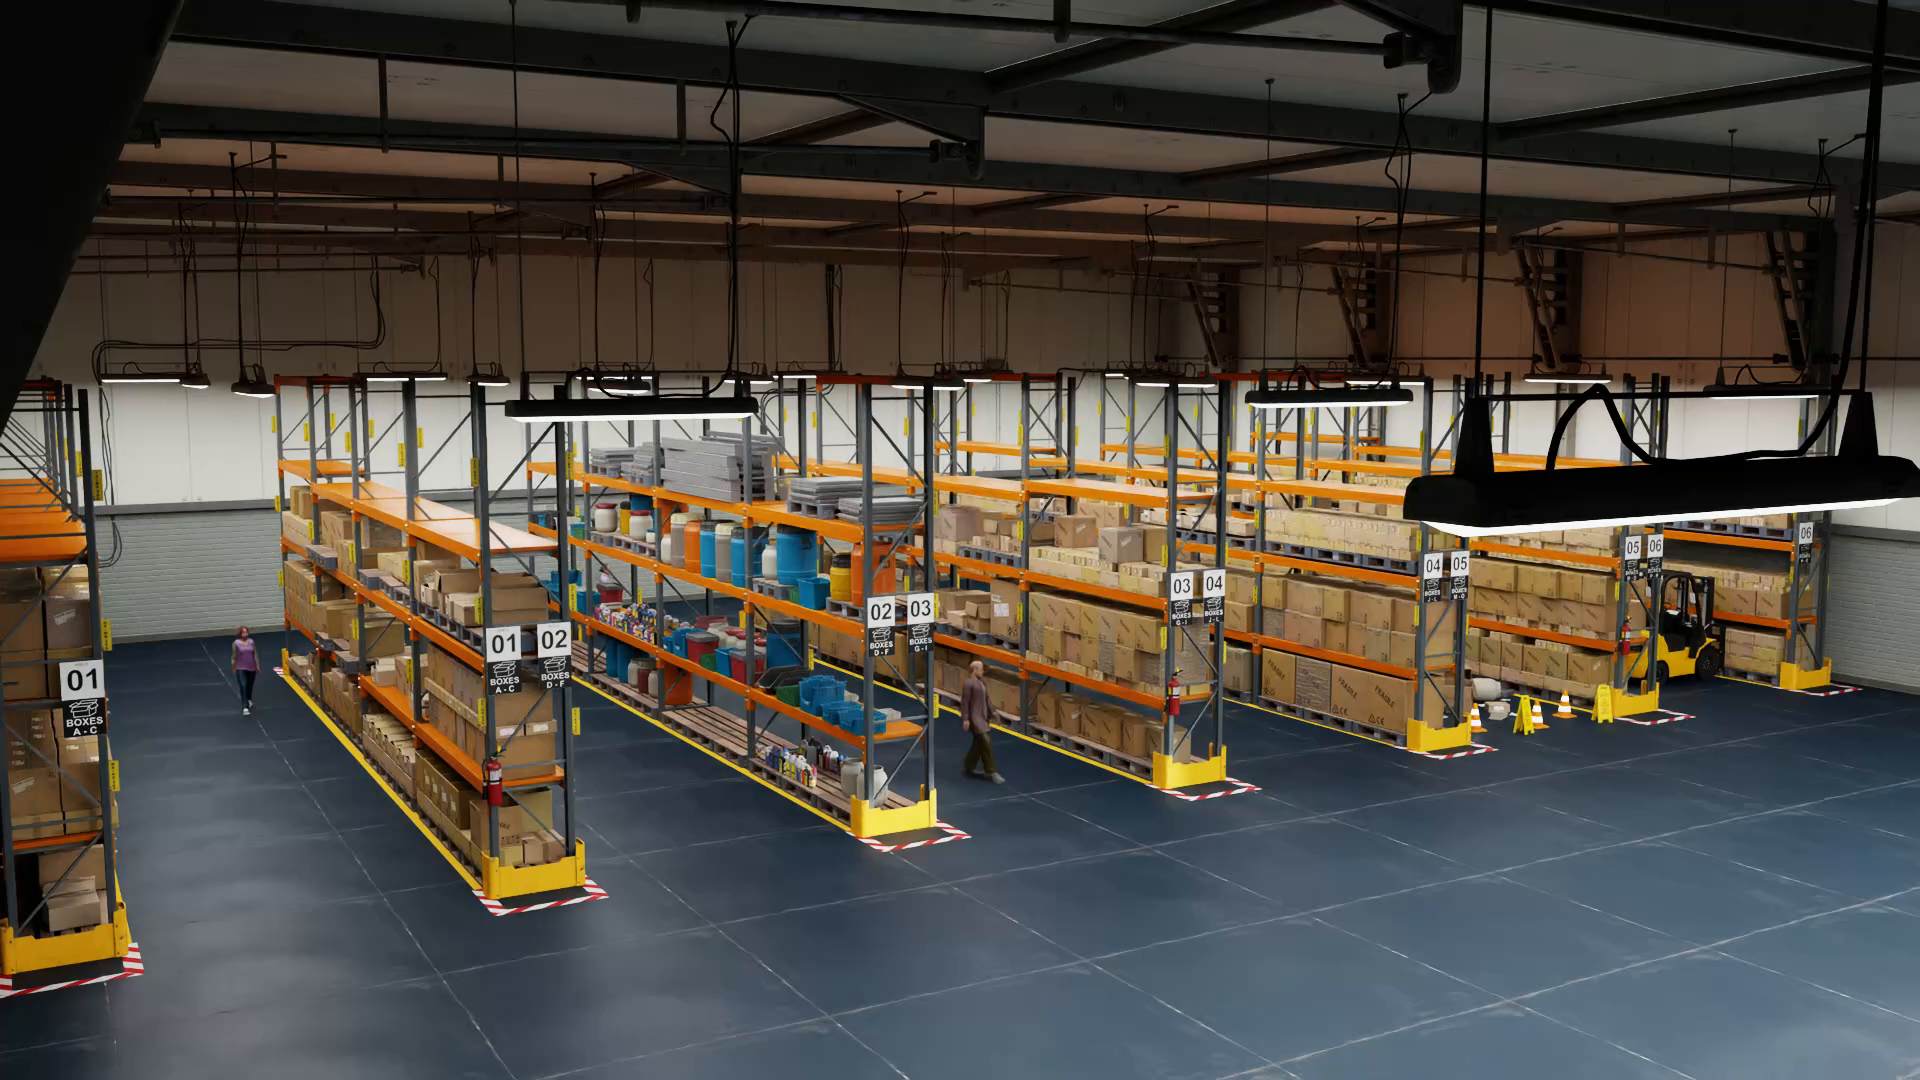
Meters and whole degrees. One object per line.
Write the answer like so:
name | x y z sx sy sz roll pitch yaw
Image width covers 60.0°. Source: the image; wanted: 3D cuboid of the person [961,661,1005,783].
person | 0.367 2.722 25.086 0.816 1.792 0.606 3 7 24

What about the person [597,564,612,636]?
person | -8.037 1.376 37.836 0.416 1.670 0.507 -4 7 -32

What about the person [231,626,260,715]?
person | -12.752 2.297 29.674 0.454 1.540 0.972 -4 7 -31
